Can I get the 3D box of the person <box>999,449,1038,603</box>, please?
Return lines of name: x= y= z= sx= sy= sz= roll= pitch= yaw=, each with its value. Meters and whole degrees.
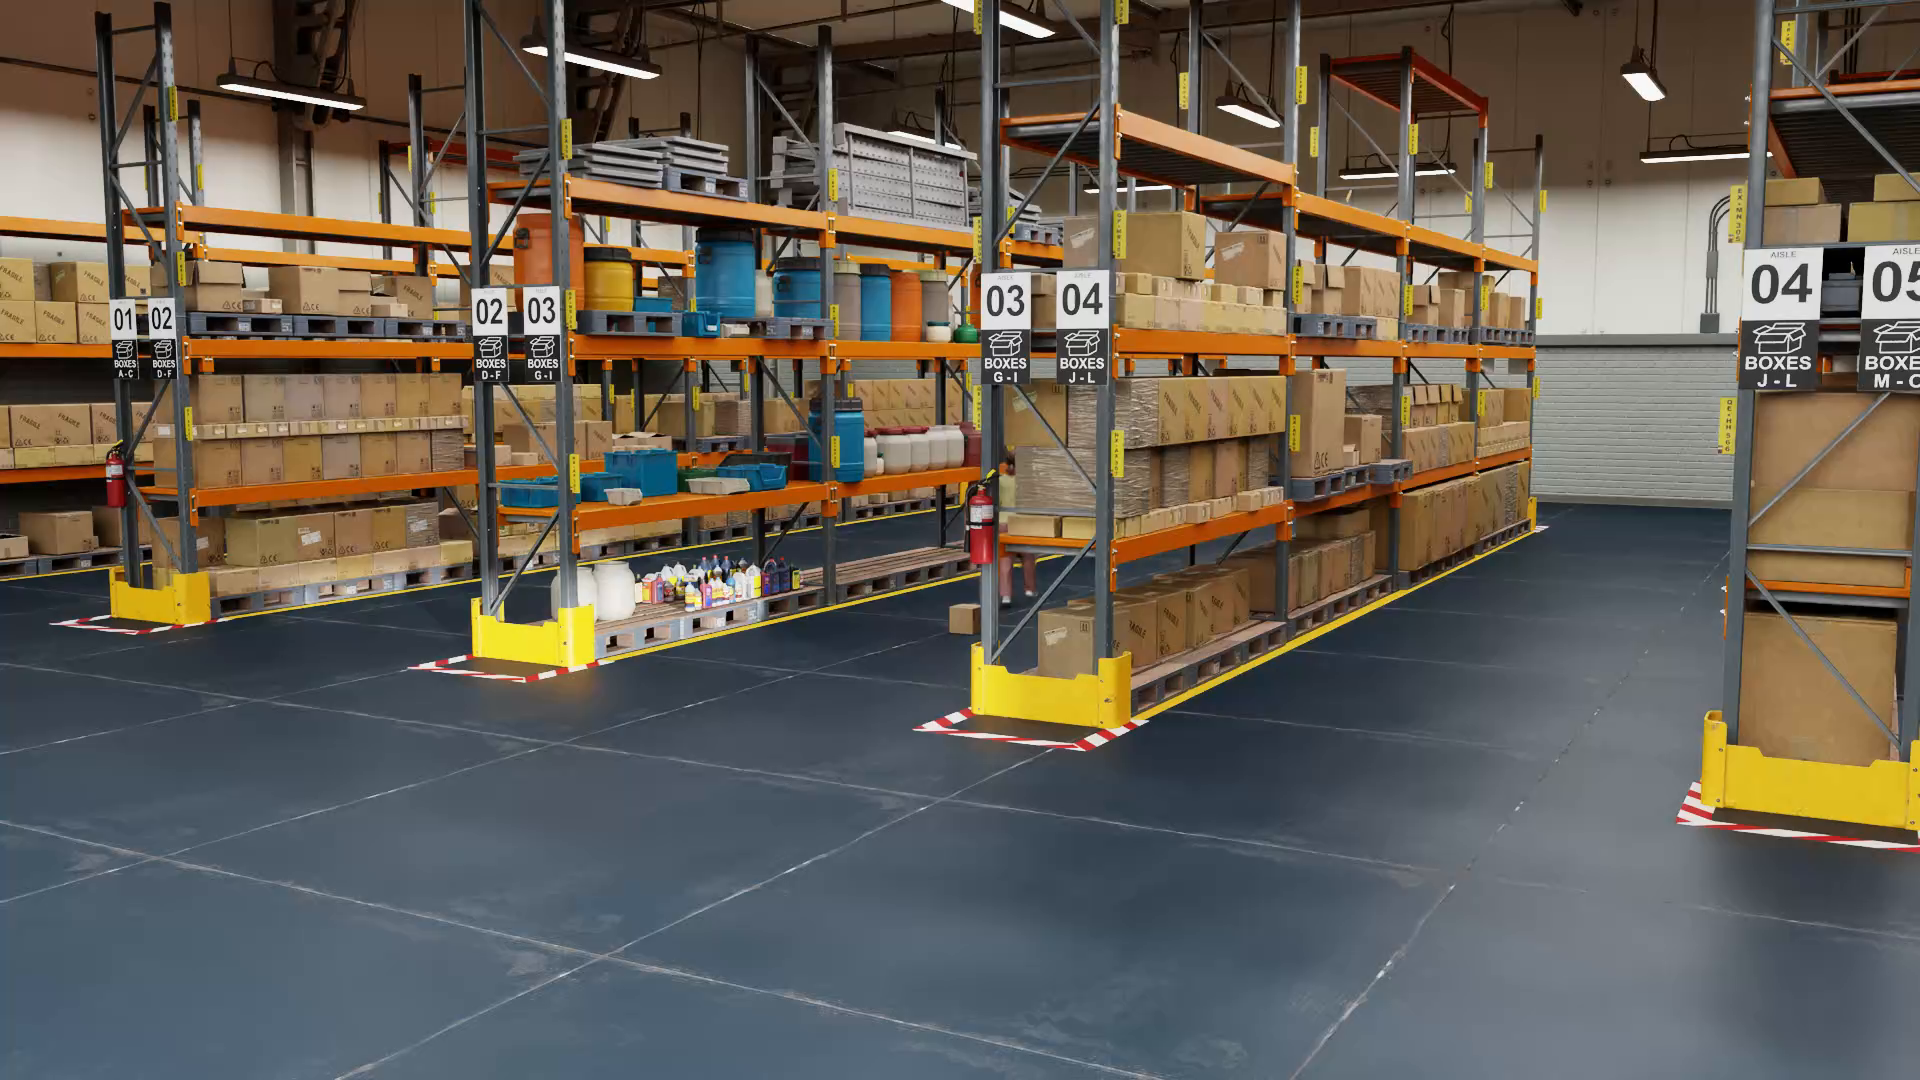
person: x=0.605 y=-0.167 z=17.764 sx=0.459 sy=1.618 sz=0.979 roll=2 pitch=6 yaw=14
